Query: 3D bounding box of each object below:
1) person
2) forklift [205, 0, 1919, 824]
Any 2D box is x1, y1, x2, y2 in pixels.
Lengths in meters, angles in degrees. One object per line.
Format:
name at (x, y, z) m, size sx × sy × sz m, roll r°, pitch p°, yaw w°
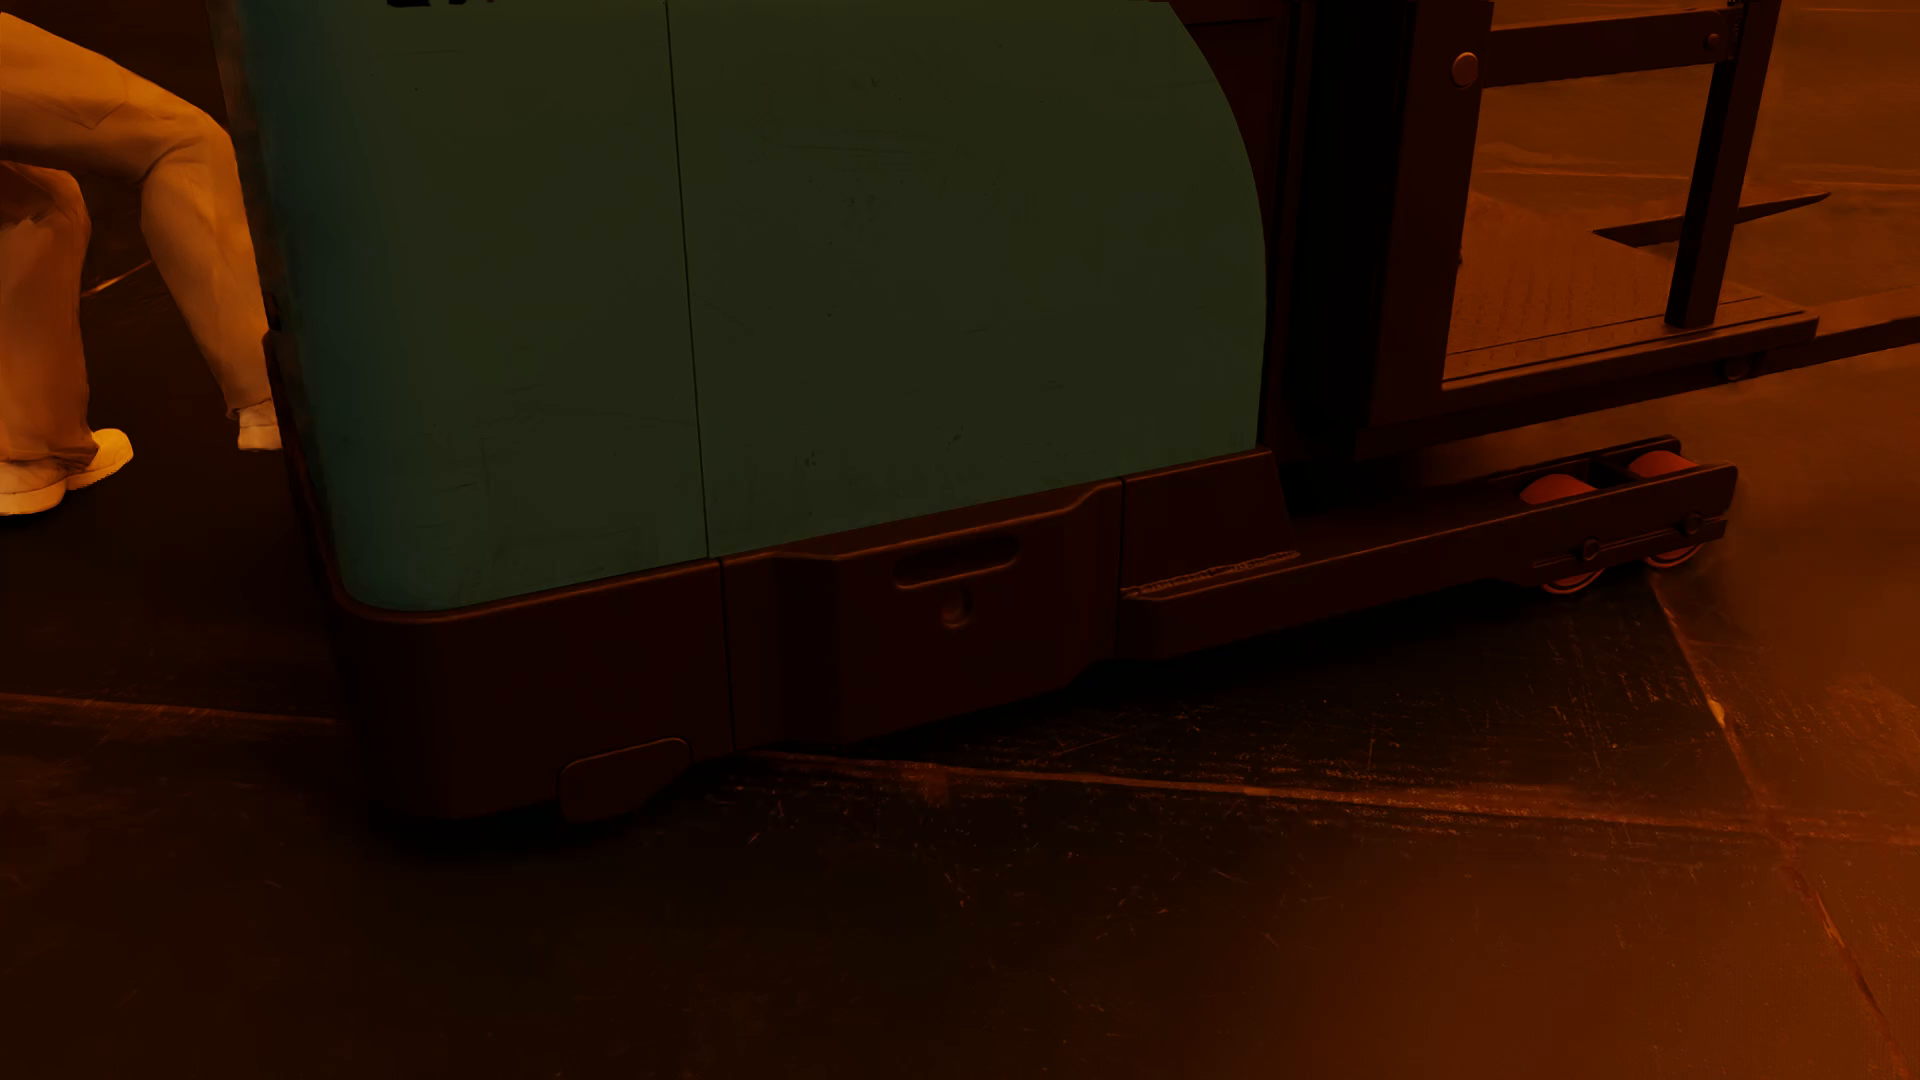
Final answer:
person at (-1.387, -0.795, 2.522) m, size 1.123 × 1.433 × 0.824 m, roll 5°, pitch 27°, yaw 11°
forklift at (0.553, -1.436, 2.094) m, size 3.031 × 2.935 × 1.130 m, roll -12°, pitch 29°, yaw -22°
